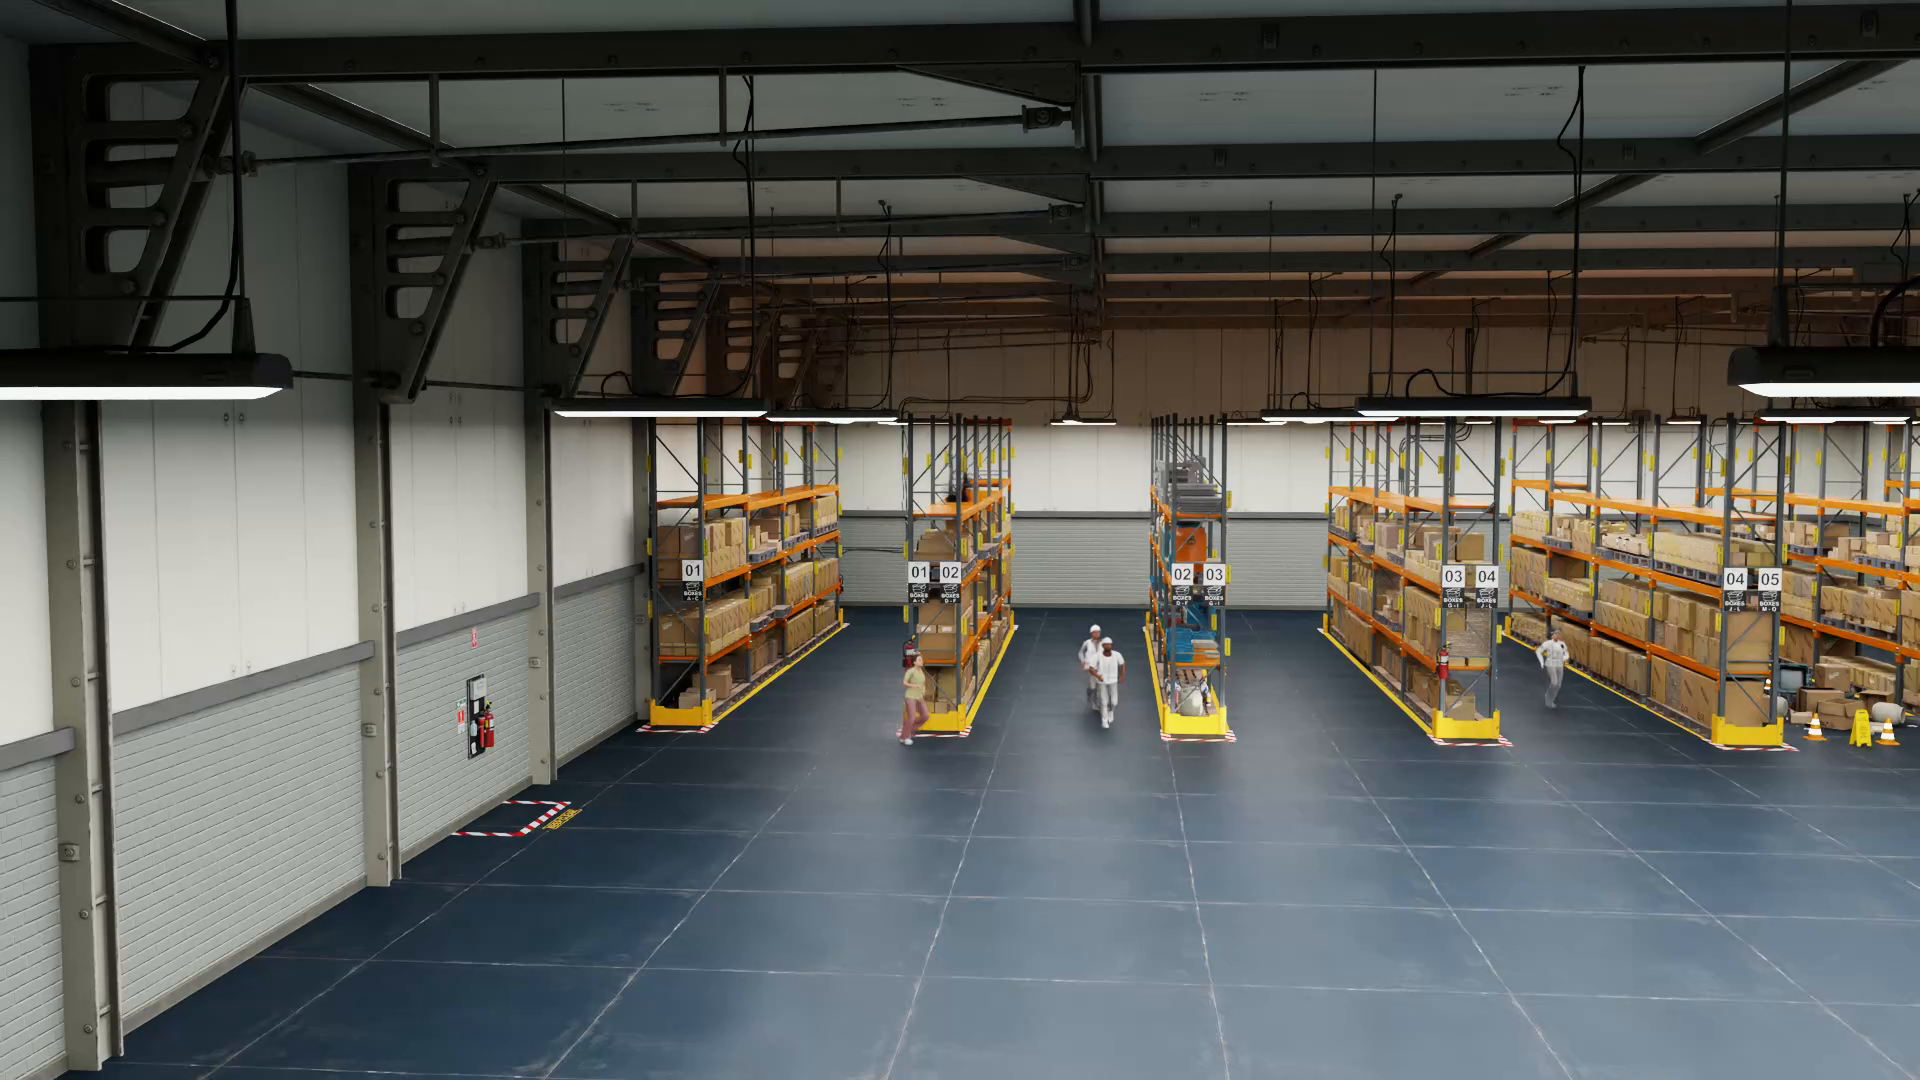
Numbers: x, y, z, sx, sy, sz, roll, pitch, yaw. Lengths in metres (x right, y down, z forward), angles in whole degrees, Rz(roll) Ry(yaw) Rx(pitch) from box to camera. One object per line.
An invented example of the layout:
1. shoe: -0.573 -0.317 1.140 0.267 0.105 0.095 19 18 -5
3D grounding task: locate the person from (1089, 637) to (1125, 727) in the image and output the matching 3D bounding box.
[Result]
1. person: 2.831 2.720 31.802 0.733 1.727 0.601 0 4 -7

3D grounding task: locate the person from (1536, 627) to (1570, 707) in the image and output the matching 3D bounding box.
1. person: 12.121 2.598 33.863 0.593 1.660 0.624 0 4 -6

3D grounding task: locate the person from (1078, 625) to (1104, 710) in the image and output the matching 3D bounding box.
1. person: 2.724 2.594 33.751 0.604 1.726 0.582 0 4 -6

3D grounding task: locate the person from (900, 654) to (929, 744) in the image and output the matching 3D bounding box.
1. person: -0.776 2.876 30.175 0.564 1.624 0.593 3 5 42
